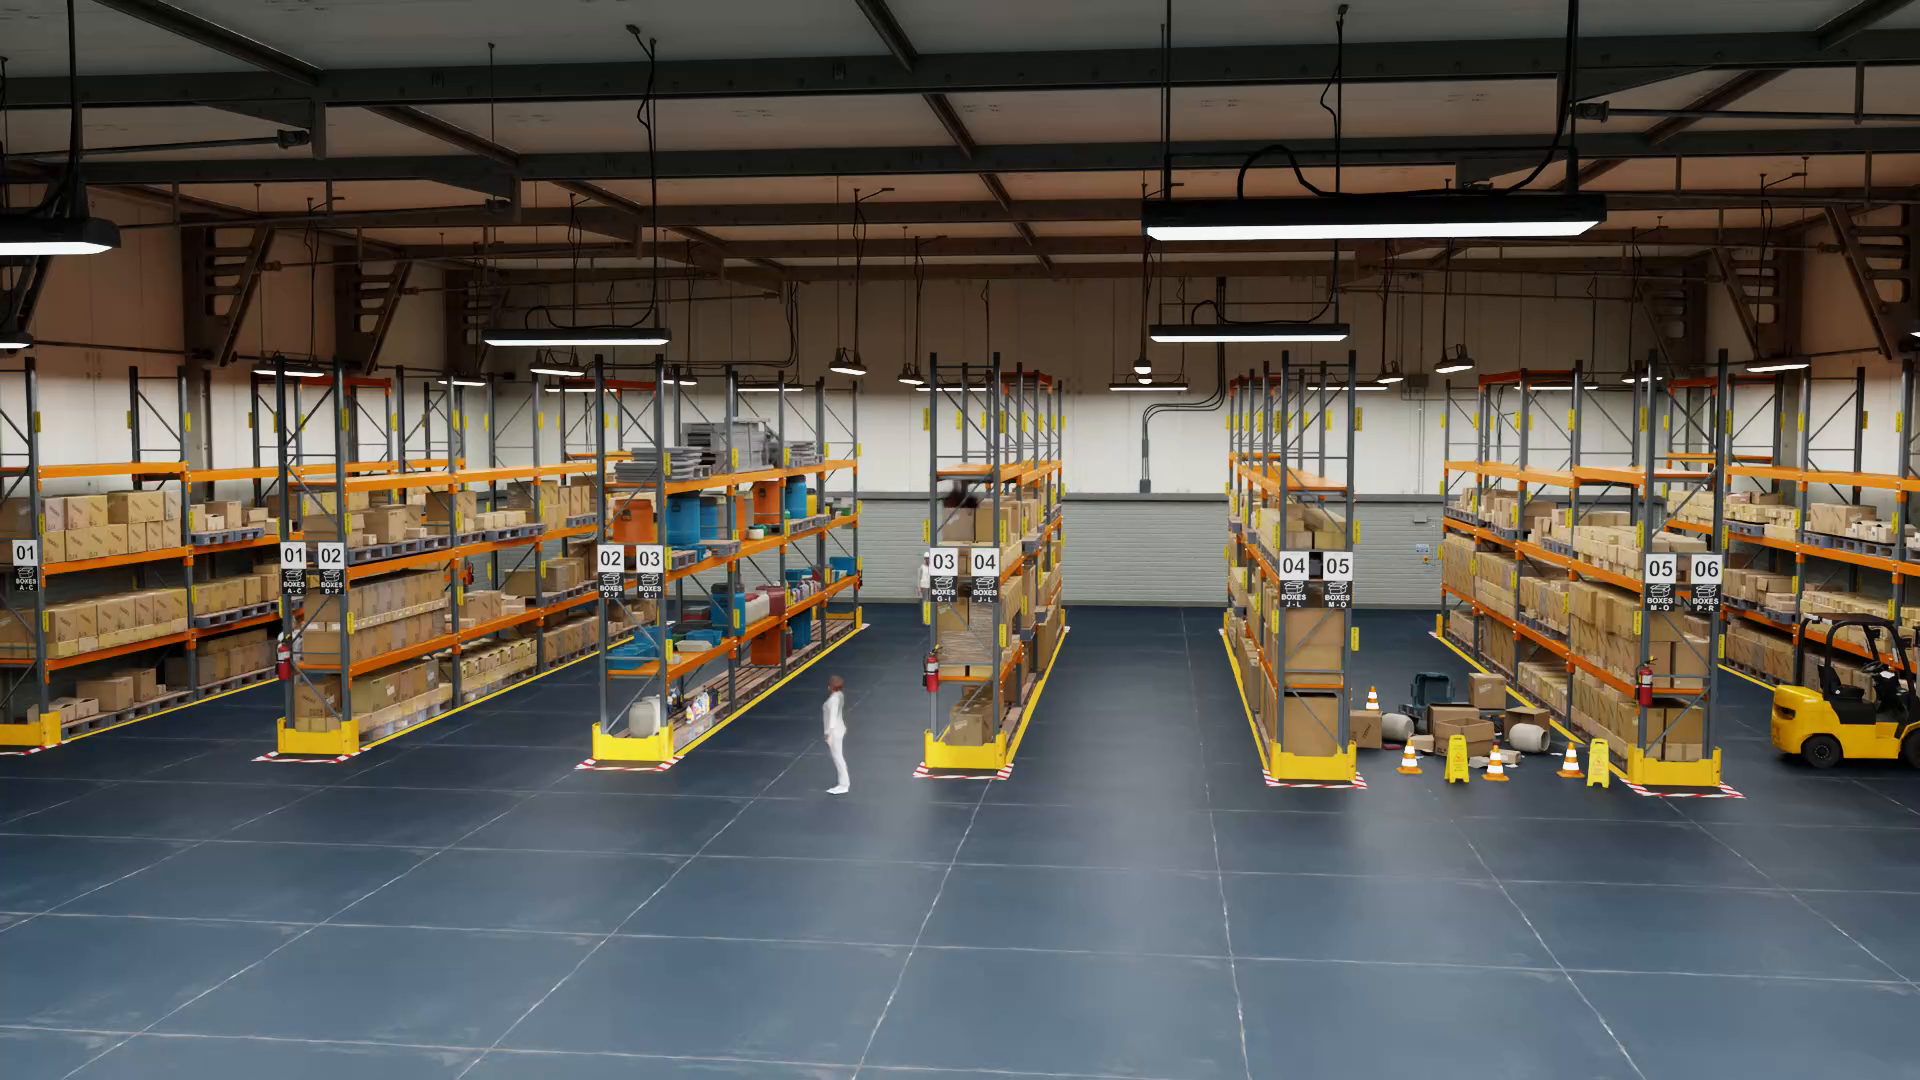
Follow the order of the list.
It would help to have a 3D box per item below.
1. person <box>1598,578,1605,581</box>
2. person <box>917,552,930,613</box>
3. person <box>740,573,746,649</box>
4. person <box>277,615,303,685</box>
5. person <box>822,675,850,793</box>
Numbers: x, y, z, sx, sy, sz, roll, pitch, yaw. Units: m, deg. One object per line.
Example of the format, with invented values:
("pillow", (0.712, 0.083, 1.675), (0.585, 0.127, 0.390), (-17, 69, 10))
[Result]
("person", (14.519, 1.538, 37.714), (0.355, 1.677, 0.531), (0, 4, -4))
("person", (-0.777, 1.184, 41.361), (0.539, 1.777, 0.464), (-3, 5, -38))
("person", (-4.931, 1.561, 36.940), (0.368, 1.708, 0.530), (1, 4, 7))
("person", (-11.638, 2.124, 28.922), (0.428, 1.639, 0.937), (0, 4, 0))
("person", (-1.669, 2.628, 22.409), (0.365, 1.628, 0.516), (0, 4, 4))
